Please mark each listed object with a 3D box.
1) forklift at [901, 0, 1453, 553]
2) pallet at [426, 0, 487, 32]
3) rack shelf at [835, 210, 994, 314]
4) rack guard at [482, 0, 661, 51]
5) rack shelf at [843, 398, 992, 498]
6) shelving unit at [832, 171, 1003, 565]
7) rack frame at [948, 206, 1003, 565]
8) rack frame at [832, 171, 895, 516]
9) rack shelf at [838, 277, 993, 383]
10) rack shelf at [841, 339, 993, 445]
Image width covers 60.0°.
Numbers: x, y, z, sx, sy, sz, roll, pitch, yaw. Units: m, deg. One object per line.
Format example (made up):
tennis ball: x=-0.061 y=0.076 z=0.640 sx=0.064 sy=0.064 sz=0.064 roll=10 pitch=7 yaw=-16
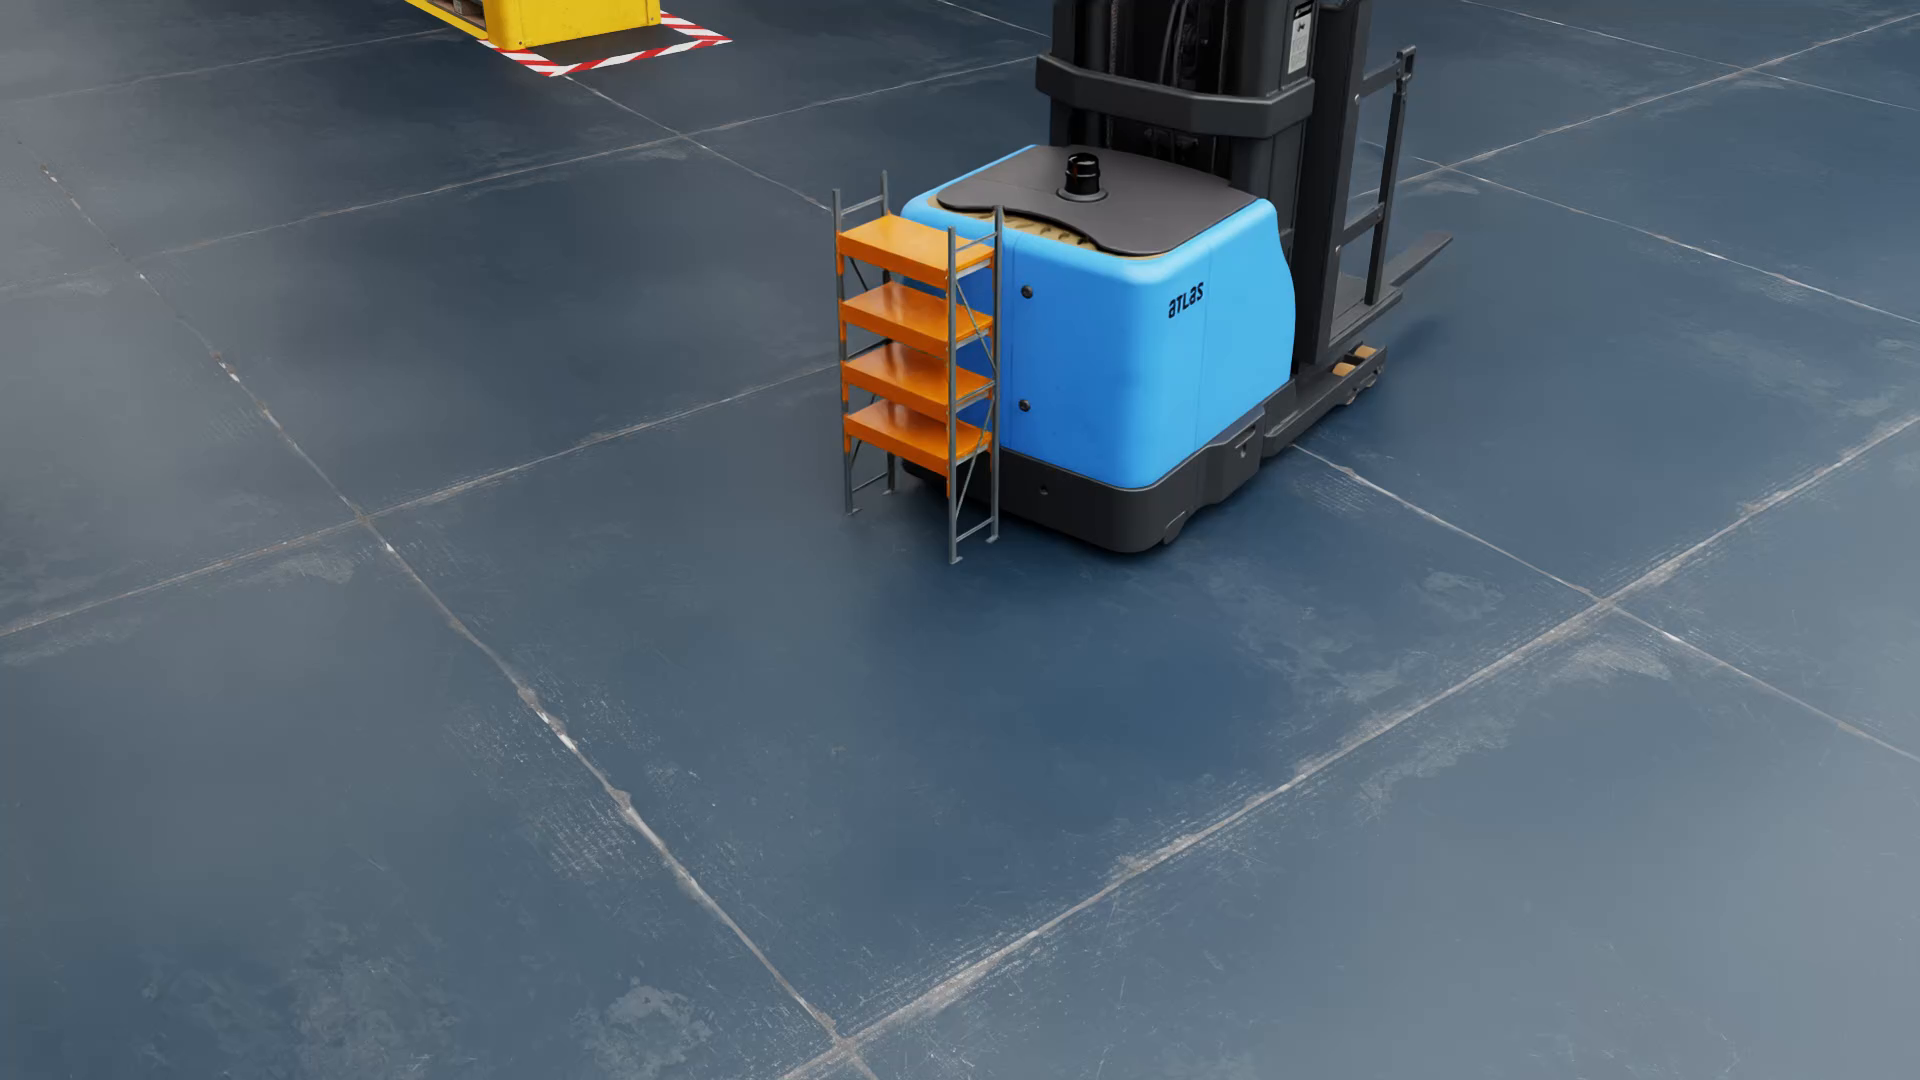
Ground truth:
forklift: x=1.073 y=-1.922 z=6.067 sx=1.130 sy=2.935 sz=3.031 roll=22 pitch=38 yaw=31
pallet: x=-3.106 y=-3.894 z=11.819 sx=1.003 sy=0.211 sz=1.213 roll=-22 pitch=38 yaw=-31
rack shelf: x=-0.137 y=-0.892 z=5.305 sx=0.480 sy=0.148 sz=0.258 roll=25 pitch=40 yaw=34
rack guard: x=-2.612 y=-3.676 z=11.195 sx=1.175 sy=0.500 sz=0.348 roll=-22 pitch=38 yaw=-31
rack shelf: x=-0.137 y=-0.333 z=5.652 sx=0.480 sy=0.148 sz=0.258 roll=25 pitch=40 yaw=34
shelving unit: x=-0.137 y=-0.558 z=5.512 sx=0.503 sy=1.200 sz=0.258 roll=25 pitch=40 yaw=34
rack frame: x=0.047 y=-0.474 z=5.375 sx=0.015 sy=1.200 sz=0.240 roll=25 pitch=40 yaw=34
rack frame: x=-0.320 y=-0.643 z=5.648 sx=0.015 sy=1.200 sz=0.240 roll=25 pitch=40 yaw=34
rack shelf: x=-0.137 y=-0.691 z=5.429 sx=0.480 sy=0.148 sz=0.258 roll=25 pitch=40 yaw=34
rack shelf: x=-0.137 y=-0.501 z=5.547 sx=0.480 sy=0.148 sz=0.258 roll=25 pitch=40 yaw=34
